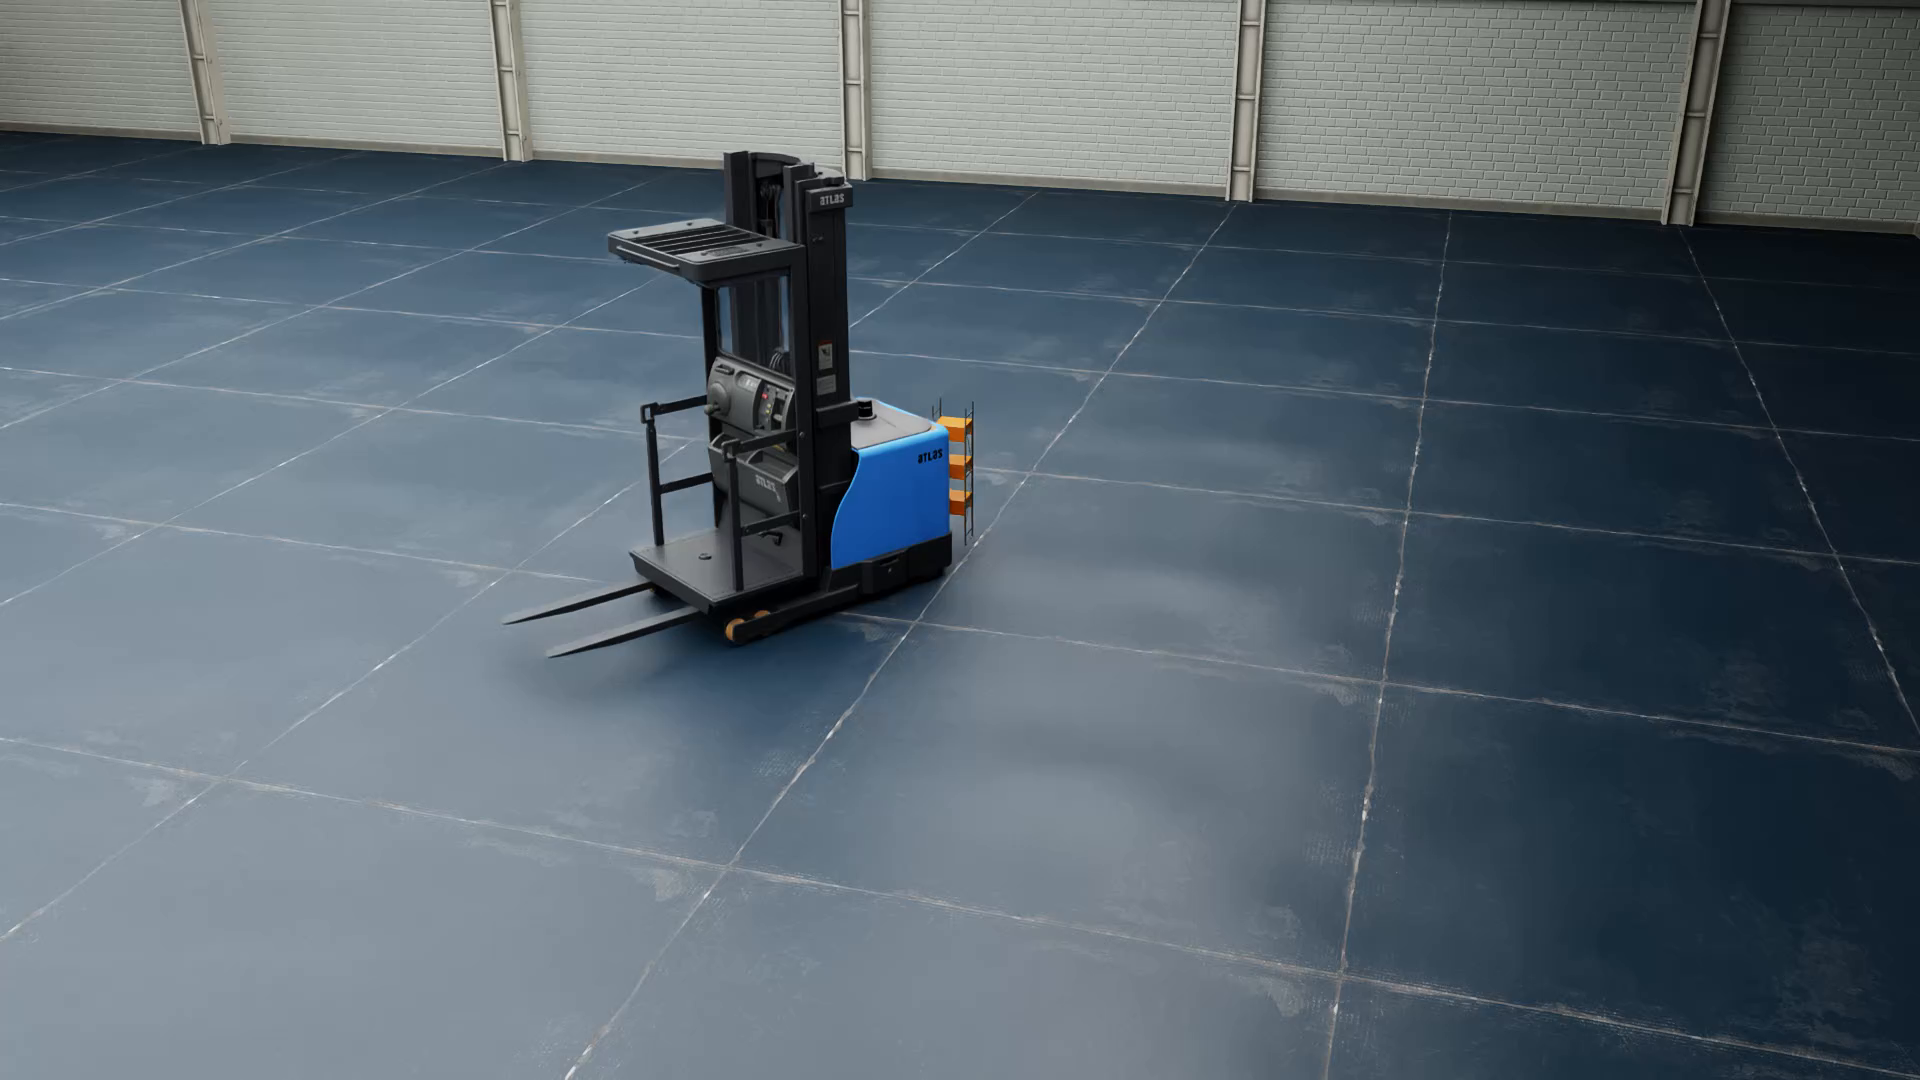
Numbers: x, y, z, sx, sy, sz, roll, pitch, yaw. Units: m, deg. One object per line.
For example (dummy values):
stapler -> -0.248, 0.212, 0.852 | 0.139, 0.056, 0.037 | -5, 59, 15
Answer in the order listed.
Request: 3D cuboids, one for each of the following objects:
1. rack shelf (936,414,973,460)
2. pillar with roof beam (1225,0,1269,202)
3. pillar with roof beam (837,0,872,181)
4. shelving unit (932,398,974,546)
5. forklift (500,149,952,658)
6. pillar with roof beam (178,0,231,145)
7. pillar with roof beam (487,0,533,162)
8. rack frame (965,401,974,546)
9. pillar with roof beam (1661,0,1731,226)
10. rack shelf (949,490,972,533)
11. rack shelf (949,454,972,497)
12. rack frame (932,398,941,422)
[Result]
rack shelf -> -0.051, -0.744, 11.981 | 0.240, 0.259, 0.215 | 7, 23, 16
pillar with roof beam -> 2.890, -7.623, 18.997 | 0.400, 9.000, 9.100 | 7, 23, 16
pillar with roof beam -> -2.855, -8.281, 20.600 | 0.400, 9.000, 9.100 | 7, 23, 16
shelving unit -> -0.051, -0.492, 12.085 | 0.252, 1.050, 0.215 | 7, 23, 16
forklift -> -1.514, -0.912, 10.631 | 3.031, 2.935, 1.130 | -17, 28, -36
pillar with roof beam -> -14.343, -9.596, 23.807 | 0.400, 9.000, 9.100 | 7, 23, 16
pillar with roof beam -> -8.599, -8.939, 22.204 | 0.400, 9.000, 9.100 | 7, 23, 16
rack frame -> 0.066, -0.478, 12.052 | 0.008, 1.050, 0.200 | 7, 23, 16
pillar with roof beam -> 8.634, -6.965, 17.393 | 0.400, 9.000, 9.100 | 7, 23, 16
rack shelf -> -0.051, -0.225, 12.195 | 0.240, 0.259, 0.215 | 7, 23, 16
rack shelf -> -0.051, -0.482, 12.089 | 0.240, 0.259, 0.215 | 7, 23, 16
rack frame -> -0.168, -0.505, 12.118 | 0.008, 1.050, 0.200 | 7, 23, 16
